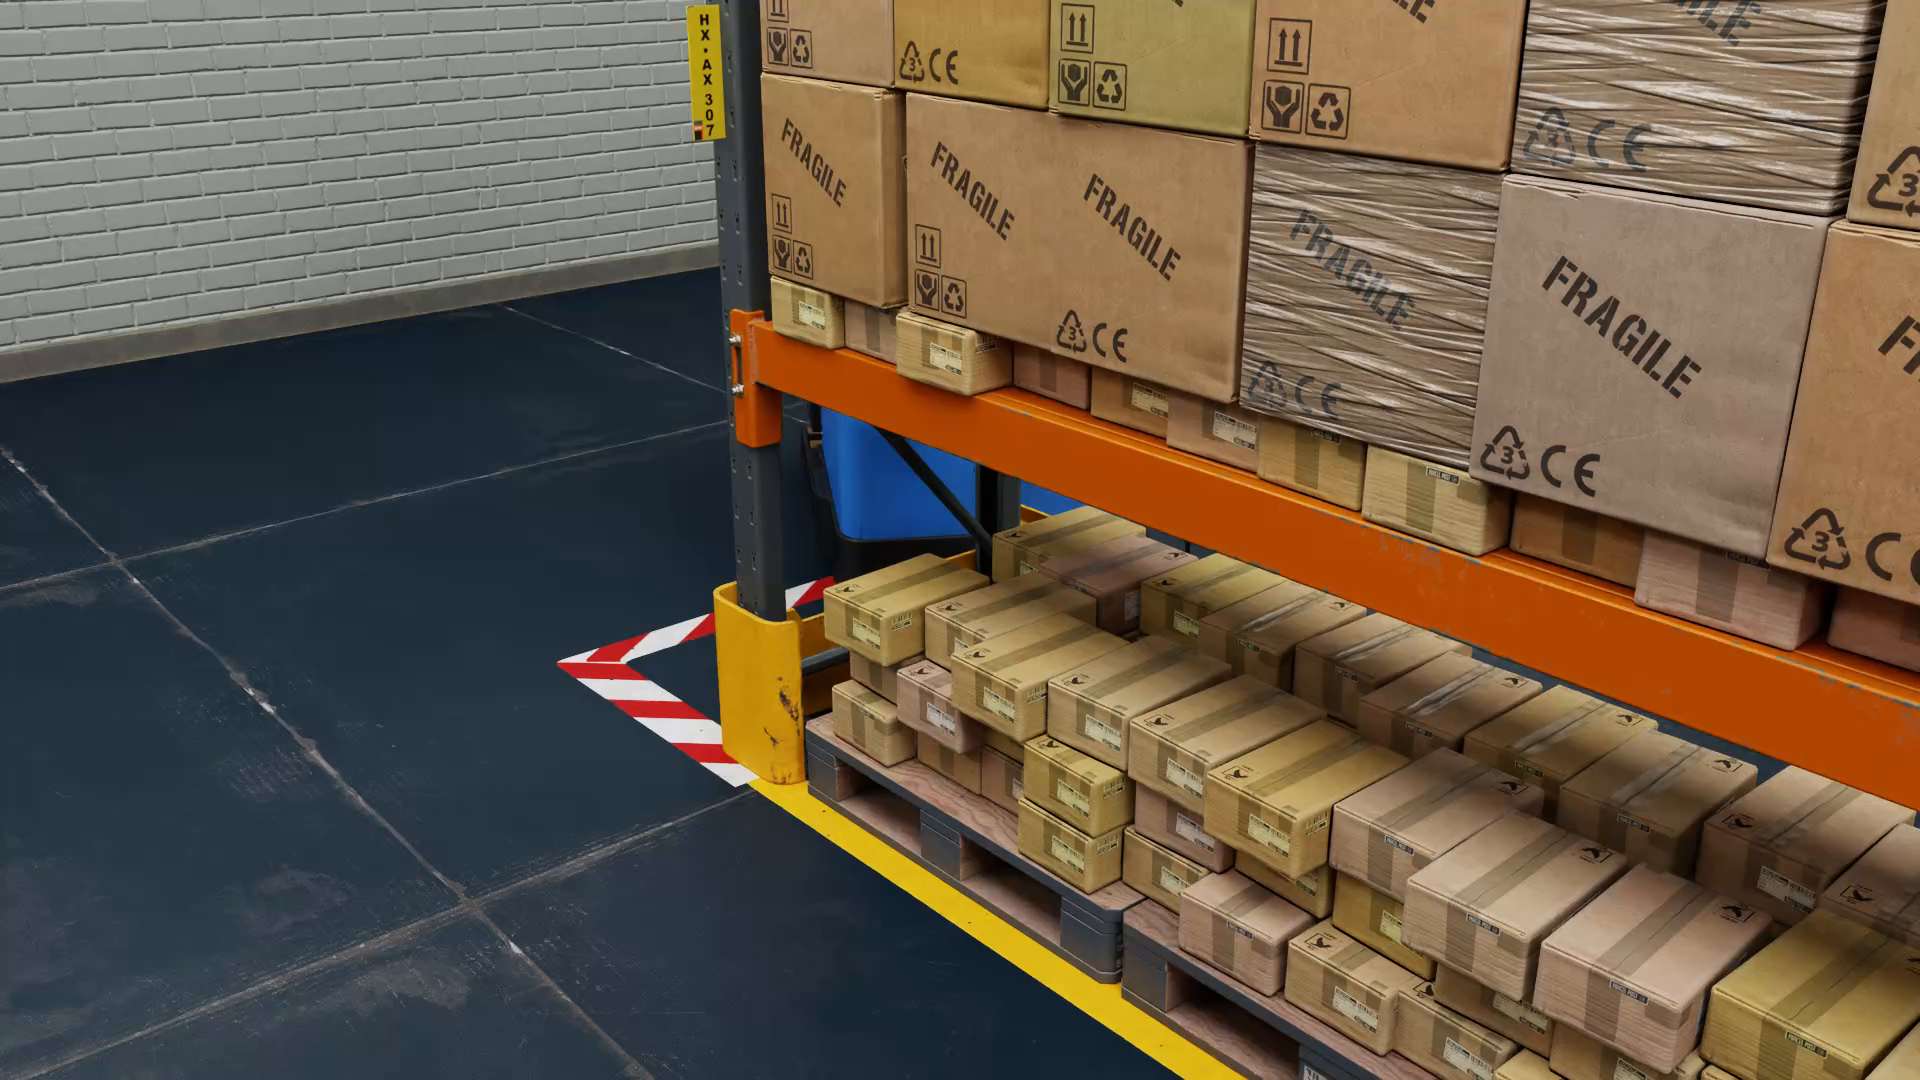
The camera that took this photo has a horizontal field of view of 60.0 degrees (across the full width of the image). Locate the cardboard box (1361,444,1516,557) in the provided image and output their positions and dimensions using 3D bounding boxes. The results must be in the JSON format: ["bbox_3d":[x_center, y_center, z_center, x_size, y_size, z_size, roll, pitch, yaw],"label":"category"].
[{"bbox_3d":[0.949,-0.115,3.010,0.380,0.149,0.250,-17,27,-36],"label":"cardboard box"}]

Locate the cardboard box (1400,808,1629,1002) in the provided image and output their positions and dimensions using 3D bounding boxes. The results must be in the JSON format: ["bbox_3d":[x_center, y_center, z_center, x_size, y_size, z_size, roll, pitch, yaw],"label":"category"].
[{"bbox_3d":[1.051,0.682,3.148,0.380,0.149,0.250,-19,28,-39],"label":"cardboard box"}]

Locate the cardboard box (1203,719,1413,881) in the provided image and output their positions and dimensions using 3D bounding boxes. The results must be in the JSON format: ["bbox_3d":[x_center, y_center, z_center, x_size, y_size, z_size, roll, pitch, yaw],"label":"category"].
[{"bbox_3d":[0.735,0.540,3.509,0.380,0.149,0.250,-17,27,-37],"label":"cardboard box"}]

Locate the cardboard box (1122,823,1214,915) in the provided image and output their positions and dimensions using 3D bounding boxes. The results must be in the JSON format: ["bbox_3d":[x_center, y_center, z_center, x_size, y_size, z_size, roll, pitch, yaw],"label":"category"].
[{"bbox_3d":[0.599,0.718,3.871,0.380,0.149,0.250,-17,27,-37],"label":"cardboard box"}]

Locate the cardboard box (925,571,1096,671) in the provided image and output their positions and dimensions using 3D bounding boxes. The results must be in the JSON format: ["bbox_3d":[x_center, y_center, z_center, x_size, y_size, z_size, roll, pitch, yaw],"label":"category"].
[{"bbox_3d":[0.132,0.229,4.304,0.380,0.149,0.250,-17,27,-36],"label":"cardboard box"}]

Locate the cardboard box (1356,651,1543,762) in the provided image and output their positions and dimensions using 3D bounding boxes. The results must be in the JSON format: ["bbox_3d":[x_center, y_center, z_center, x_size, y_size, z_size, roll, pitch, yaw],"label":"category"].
[{"bbox_3d":[1.126,0.413,3.835,0.380,0.149,0.250,-19,28,-39],"label":"cardboard box"}]

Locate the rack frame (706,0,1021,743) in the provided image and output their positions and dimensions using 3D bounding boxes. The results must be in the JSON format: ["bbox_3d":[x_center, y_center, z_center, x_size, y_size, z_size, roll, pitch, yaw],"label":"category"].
[{"bbox_3d":[-0.224,-0.899,4.667,1.000,3.000,0.127,-17,27,-37],"label":"rack frame"}]

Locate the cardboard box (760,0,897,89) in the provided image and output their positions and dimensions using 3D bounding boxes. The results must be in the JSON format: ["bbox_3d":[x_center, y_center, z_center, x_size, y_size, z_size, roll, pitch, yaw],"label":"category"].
[{"bbox_3d":[-0.132,-1.363,3.934,0.500,0.500,0.500,-18,27,-38],"label":"cardboard box"}]

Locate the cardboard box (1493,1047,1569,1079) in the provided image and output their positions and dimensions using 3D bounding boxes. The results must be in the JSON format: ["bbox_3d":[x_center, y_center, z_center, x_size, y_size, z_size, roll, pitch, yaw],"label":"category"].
[{"bbox_3d":[1.198,1.025,3.088,0.380,0.149,0.250,-18,27,-38],"label":"cardboard box"}]

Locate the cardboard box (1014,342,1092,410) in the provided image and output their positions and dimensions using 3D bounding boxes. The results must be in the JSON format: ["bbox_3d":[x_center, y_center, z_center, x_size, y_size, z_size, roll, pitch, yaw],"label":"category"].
[{"bbox_3d":[0.345,-0.428,3.809,0.380,0.149,0.250,-16,26,-35],"label":"cardboard box"}]

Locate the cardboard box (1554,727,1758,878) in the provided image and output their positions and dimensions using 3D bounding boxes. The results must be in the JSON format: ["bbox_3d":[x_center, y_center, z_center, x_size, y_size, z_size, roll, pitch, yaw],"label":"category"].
[{"bbox_3d":[1.450,0.556,3.469,0.380,0.149,0.250,-19,28,-40],"label":"cardboard box"}]

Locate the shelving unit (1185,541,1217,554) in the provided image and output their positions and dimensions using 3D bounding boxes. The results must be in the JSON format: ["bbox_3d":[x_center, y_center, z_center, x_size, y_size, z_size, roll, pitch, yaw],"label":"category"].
[{"bbox_3d":[0.961,-0.323,5.870,0.215,1.050,0.252,15,26,33],"label":"shelving unit"}]

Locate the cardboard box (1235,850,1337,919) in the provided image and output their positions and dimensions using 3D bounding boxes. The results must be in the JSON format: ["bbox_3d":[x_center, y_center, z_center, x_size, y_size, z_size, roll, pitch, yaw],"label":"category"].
[{"bbox_3d":[0.825,0.648,3.642,0.380,0.149,0.250,-16,26,-35],"label":"cardboard box"}]

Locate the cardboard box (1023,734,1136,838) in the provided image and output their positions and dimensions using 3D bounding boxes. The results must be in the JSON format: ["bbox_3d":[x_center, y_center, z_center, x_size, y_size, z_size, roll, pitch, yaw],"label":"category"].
[{"bbox_3d":[0.372,0.532,3.937,0.380,0.149,0.250,-16,27,-36],"label":"cardboard box"}]

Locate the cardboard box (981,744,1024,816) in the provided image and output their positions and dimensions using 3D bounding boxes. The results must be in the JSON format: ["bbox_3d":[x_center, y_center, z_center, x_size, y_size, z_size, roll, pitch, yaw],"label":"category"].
[{"bbox_3d":[0.276,0.573,4.240,0.380,0.149,0.250,-17,27,-37],"label":"cardboard box"}]

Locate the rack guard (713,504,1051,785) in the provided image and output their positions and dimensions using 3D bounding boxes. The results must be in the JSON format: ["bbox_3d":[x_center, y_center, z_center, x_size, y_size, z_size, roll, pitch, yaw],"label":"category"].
[{"bbox_3d":[-0.174,0.286,5.069,1.175,0.500,0.348,-17,27,-37],"label":"rack guard"}]

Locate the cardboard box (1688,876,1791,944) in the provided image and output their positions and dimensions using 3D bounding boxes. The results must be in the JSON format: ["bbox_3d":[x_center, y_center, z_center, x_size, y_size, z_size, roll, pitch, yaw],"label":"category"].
[{"bbox_3d":[1.638,0.759,3.359,0.380,0.149,0.250,-16,26,-35],"label":"cardboard box"}]

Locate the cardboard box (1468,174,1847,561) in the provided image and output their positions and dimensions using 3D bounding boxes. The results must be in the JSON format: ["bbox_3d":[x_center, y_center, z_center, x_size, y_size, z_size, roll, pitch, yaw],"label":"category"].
[{"bbox_3d":[1.196,-0.327,2.661,0.500,0.500,0.500,-18,27,-38],"label":"cardboard box"}]

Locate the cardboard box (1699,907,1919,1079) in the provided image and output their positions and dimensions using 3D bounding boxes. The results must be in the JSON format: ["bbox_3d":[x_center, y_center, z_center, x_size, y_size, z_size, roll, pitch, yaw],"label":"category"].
[{"bbox_3d":[1.483,0.806,2.831,0.380,0.149,0.250,-16,27,-36],"label":"cardboard box"}]

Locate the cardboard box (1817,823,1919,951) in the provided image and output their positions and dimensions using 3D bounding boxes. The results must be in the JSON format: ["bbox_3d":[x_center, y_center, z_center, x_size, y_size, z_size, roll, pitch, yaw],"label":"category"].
[{"bbox_3d":[1.795,0.701,3.098,0.380,0.149,0.250,-18,28,-39],"label":"cardboard box"}]

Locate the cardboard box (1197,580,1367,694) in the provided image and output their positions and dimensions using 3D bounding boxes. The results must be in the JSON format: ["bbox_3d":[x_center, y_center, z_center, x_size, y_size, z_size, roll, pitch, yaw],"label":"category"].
[{"bbox_3d":[0.821,0.253,4.244,0.380,0.149,0.250,-19,28,-39],"label":"cardboard box"}]

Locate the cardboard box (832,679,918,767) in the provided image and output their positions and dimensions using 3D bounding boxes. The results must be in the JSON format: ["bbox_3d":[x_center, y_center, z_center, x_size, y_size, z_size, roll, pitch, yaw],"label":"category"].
[{"bbox_3d":[-0.124,0.454,4.546,0.380,0.149,0.250,-17,27,-36],"label":"cardboard box"}]

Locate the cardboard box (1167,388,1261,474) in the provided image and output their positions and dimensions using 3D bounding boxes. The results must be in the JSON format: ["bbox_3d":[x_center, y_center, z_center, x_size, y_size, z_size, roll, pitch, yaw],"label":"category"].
[{"bbox_3d":[0.643,-0.273,3.411,0.380,0.149,0.250,-18,28,-38],"label":"cardboard box"}]

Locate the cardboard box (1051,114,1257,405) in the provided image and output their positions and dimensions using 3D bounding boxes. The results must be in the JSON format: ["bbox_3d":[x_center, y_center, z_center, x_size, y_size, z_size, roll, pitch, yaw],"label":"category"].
[{"bbox_3d":[0.539,-0.614,3.395,0.500,0.500,0.500,-17,27,-37],"label":"cardboard box"}]

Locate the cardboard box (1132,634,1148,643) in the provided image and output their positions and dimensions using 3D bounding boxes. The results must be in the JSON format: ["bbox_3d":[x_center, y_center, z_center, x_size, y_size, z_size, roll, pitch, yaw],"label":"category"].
[{"bbox_3d":[0.678,0.315,4.492,0.380,0.149,0.250,-19,28,-40],"label":"cardboard box"}]

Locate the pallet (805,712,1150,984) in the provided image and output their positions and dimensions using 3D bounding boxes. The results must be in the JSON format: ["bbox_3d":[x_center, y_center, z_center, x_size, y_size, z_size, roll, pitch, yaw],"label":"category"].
[{"bbox_3d":[0.329,0.653,4.527,1.003,0.211,1.213,-17,27,-37],"label":"pallet"}]

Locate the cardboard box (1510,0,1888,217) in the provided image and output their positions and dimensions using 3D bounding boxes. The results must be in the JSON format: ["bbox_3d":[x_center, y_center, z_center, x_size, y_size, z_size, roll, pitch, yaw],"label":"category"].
[{"bbox_3d":[1.211,-0.797,2.489,0.500,0.500,0.500,-17,27,-36],"label":"cardboard box"}]

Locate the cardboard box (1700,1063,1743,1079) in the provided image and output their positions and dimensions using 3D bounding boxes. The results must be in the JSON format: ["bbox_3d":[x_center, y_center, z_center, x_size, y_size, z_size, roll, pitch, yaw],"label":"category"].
[{"bbox_3d":[1.477,0.954,2.862,0.380,0.149,0.250,-17,27,-37],"label":"cardboard box"}]

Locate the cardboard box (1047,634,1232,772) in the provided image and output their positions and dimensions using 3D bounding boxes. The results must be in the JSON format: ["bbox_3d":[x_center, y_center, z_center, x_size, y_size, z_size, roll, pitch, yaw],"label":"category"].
[{"bbox_3d":[0.424,0.378,3.924,0.380,0.149,0.250,-19,28,-40],"label":"cardboard box"}]

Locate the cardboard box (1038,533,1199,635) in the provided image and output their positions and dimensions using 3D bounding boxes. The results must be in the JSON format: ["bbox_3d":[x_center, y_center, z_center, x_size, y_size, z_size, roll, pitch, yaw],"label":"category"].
[{"bbox_3d":[0.434,0.125,4.570,0.380,0.149,0.250,-17,27,-36],"label":"cardboard box"}]

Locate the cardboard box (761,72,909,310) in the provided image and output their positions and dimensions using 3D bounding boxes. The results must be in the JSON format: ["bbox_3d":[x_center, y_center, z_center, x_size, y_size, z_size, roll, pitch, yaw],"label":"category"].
[{"bbox_3d":[-0.140,-0.895,4.110,0.500,0.500,0.500,-16,26,-35],"label":"cardboard box"}]

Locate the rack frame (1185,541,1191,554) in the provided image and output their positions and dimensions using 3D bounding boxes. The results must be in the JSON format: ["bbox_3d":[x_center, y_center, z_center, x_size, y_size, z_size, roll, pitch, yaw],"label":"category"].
[{"bbox_3d":[0.890,-0.287,5.778,0.200,1.050,0.008,15,26,33],"label":"rack frame"}]

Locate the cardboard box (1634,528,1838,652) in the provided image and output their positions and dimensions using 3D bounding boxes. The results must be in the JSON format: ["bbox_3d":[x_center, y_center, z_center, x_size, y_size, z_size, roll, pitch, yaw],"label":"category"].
[{"bbox_3d":[1.294,0.021,2.661,0.380,0.149,0.250,-19,28,-40],"label":"cardboard box"}]

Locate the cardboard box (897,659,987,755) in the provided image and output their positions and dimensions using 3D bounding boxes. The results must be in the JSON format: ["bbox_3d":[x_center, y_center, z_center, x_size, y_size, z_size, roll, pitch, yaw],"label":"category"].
[{"bbox_3d":[0.060,0.389,4.303,0.380,0.149,0.250,-18,27,-38],"label":"cardboard box"}]

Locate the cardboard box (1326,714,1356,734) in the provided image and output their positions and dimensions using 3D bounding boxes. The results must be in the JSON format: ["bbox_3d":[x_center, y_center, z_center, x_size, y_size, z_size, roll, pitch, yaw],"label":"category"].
[{"bbox_3d":[1.025,0.455,4.134,0.380,0.149,0.250,-17,27,-37],"label":"cardboard box"}]

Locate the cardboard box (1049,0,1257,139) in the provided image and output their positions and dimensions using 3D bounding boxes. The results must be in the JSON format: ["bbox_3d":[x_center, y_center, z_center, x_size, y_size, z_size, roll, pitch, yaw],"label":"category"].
[{"bbox_3d":[0.525,-1.076,3.202,0.500,0.500,0.500,-18,28,-39],"label":"cardboard box"}]

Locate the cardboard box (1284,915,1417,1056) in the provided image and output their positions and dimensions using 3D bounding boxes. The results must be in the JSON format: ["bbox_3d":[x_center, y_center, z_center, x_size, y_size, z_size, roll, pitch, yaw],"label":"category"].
[{"bbox_3d":[0.896,0.878,3.463,0.380,0.149,0.250,-17,27,-37],"label":"cardboard box"}]

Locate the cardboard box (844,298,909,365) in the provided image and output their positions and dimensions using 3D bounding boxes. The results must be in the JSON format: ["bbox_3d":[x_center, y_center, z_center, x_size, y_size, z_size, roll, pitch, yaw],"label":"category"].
[{"bbox_3d":[-0.063,-0.554,4.131,0.380,0.149,0.250,-16,27,-36],"label":"cardboard box"}]

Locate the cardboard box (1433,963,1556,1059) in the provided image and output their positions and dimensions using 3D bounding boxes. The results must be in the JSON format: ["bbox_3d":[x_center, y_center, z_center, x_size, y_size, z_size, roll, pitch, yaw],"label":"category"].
[{"bbox_3d":[1.136,0.809,3.231,0.380,0.149,0.250,-19,28,-40],"label":"cardboard box"}]

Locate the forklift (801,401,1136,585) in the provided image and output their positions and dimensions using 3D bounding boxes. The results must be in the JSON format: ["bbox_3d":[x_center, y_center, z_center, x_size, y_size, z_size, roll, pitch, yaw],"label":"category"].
[{"bbox_3d":[-0.104,-1.638,6.648,1.130,2.935,3.031,-3,22,-8],"label":"forklift"}]
